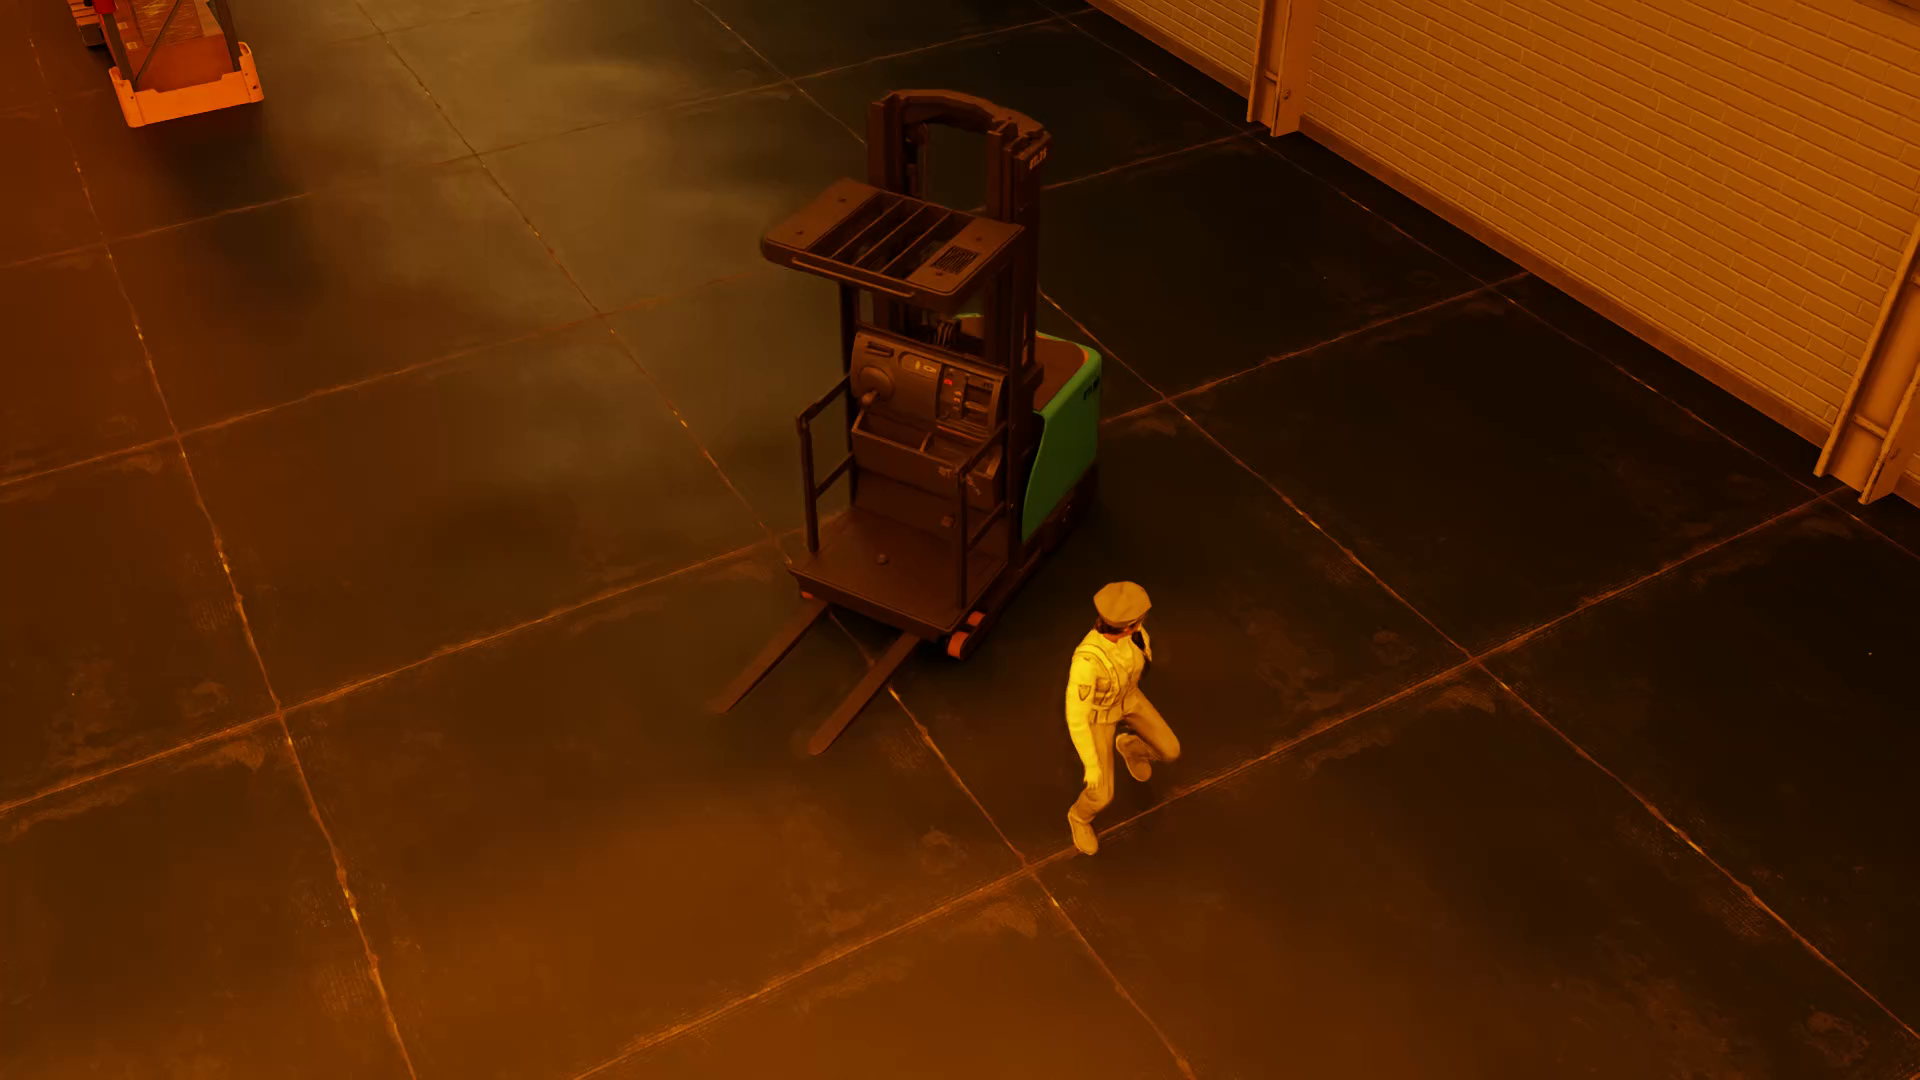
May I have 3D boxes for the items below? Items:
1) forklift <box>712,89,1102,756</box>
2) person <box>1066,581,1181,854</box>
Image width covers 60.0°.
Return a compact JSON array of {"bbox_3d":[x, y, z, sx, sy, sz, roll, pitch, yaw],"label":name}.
[{"bbox_3d":[-0.292,-0.780,8.977,1.130,2.935,3.031,20,44,22],"label":"forklift"},{"bbox_3d":[0.769,0.832,8.137,0.804,1.561,0.516,-29,48,-30],"label":"person"}]
